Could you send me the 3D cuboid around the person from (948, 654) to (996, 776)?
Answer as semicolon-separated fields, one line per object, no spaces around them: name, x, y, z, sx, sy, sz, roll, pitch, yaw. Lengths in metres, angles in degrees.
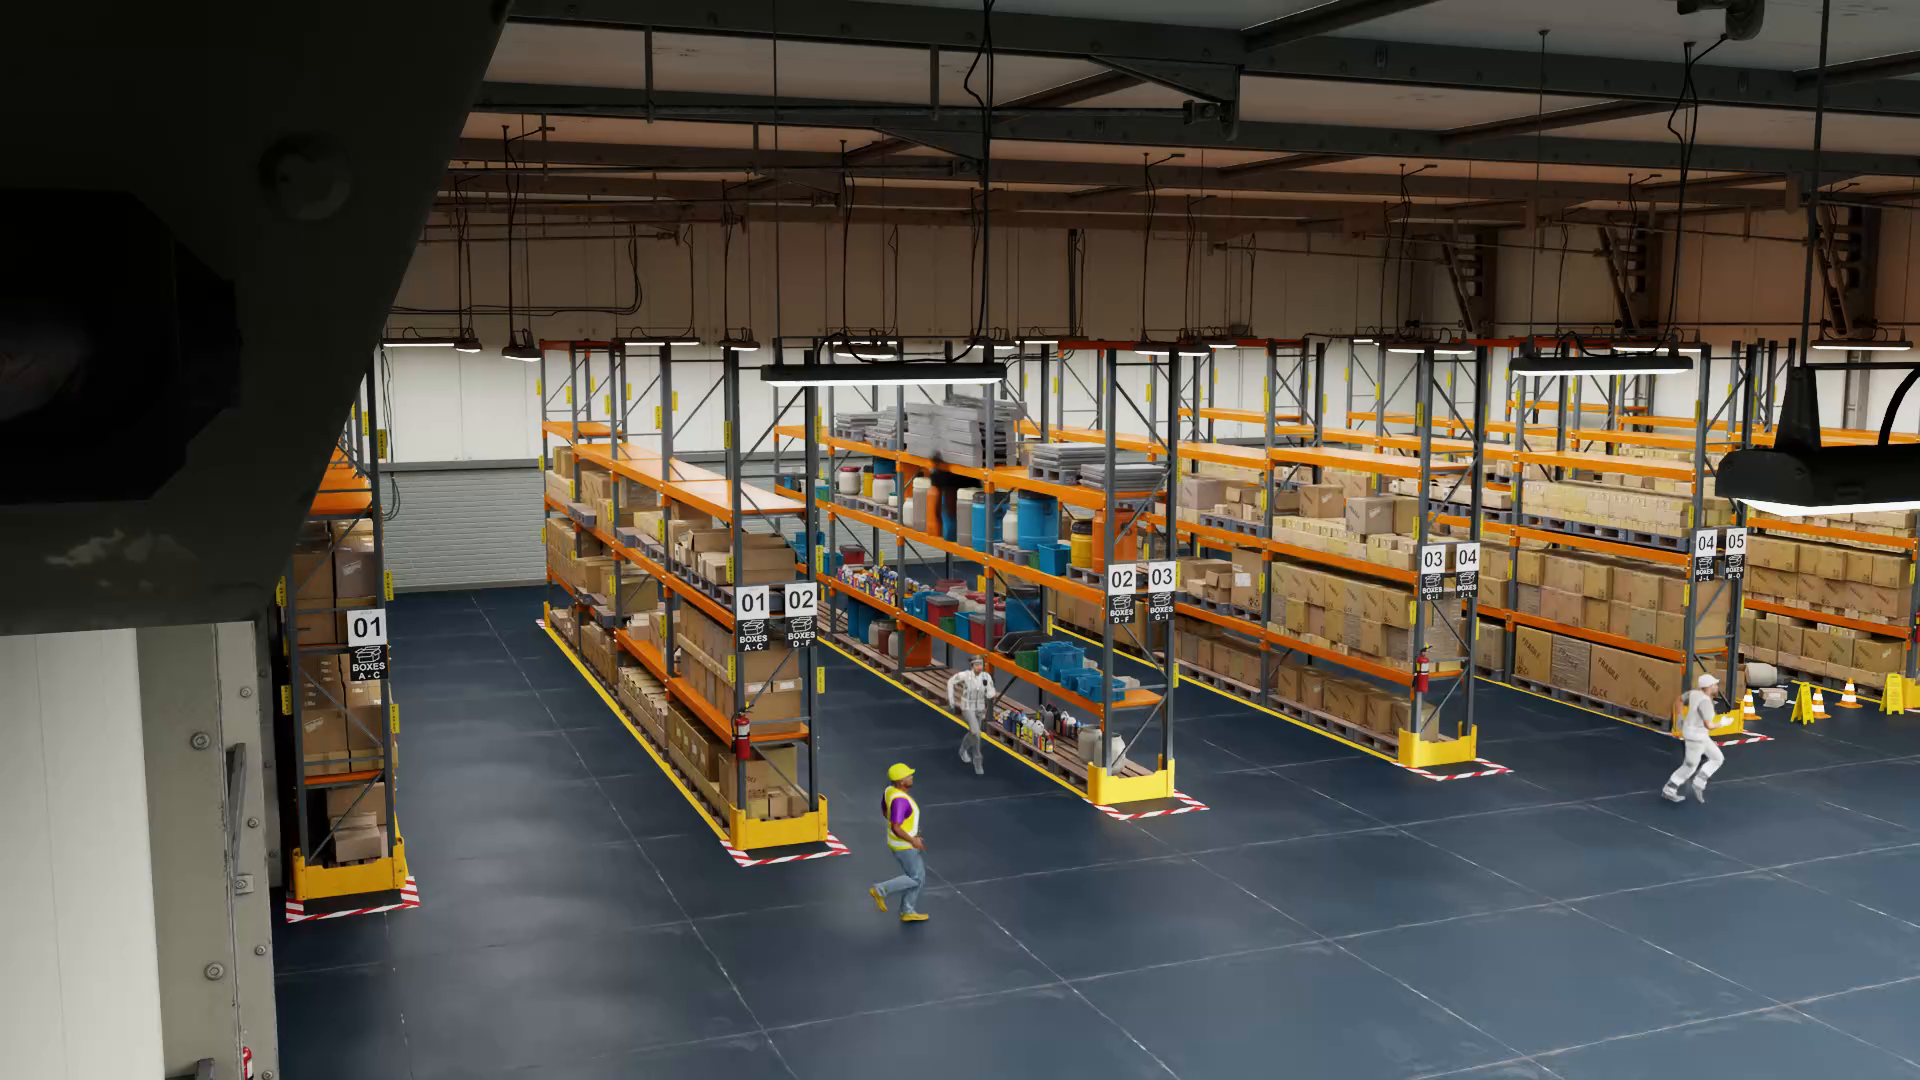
person;0.178;2.441;23.617;0.636;1.725;0.798;-3;8;-23

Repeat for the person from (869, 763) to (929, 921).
person;-0.653;3.205;17.593;0.652;1.723;0.702;-1;8;-10

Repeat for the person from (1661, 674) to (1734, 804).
person;9.692;2.609;21.833;0.810;1.748;0.696;2;8;16
